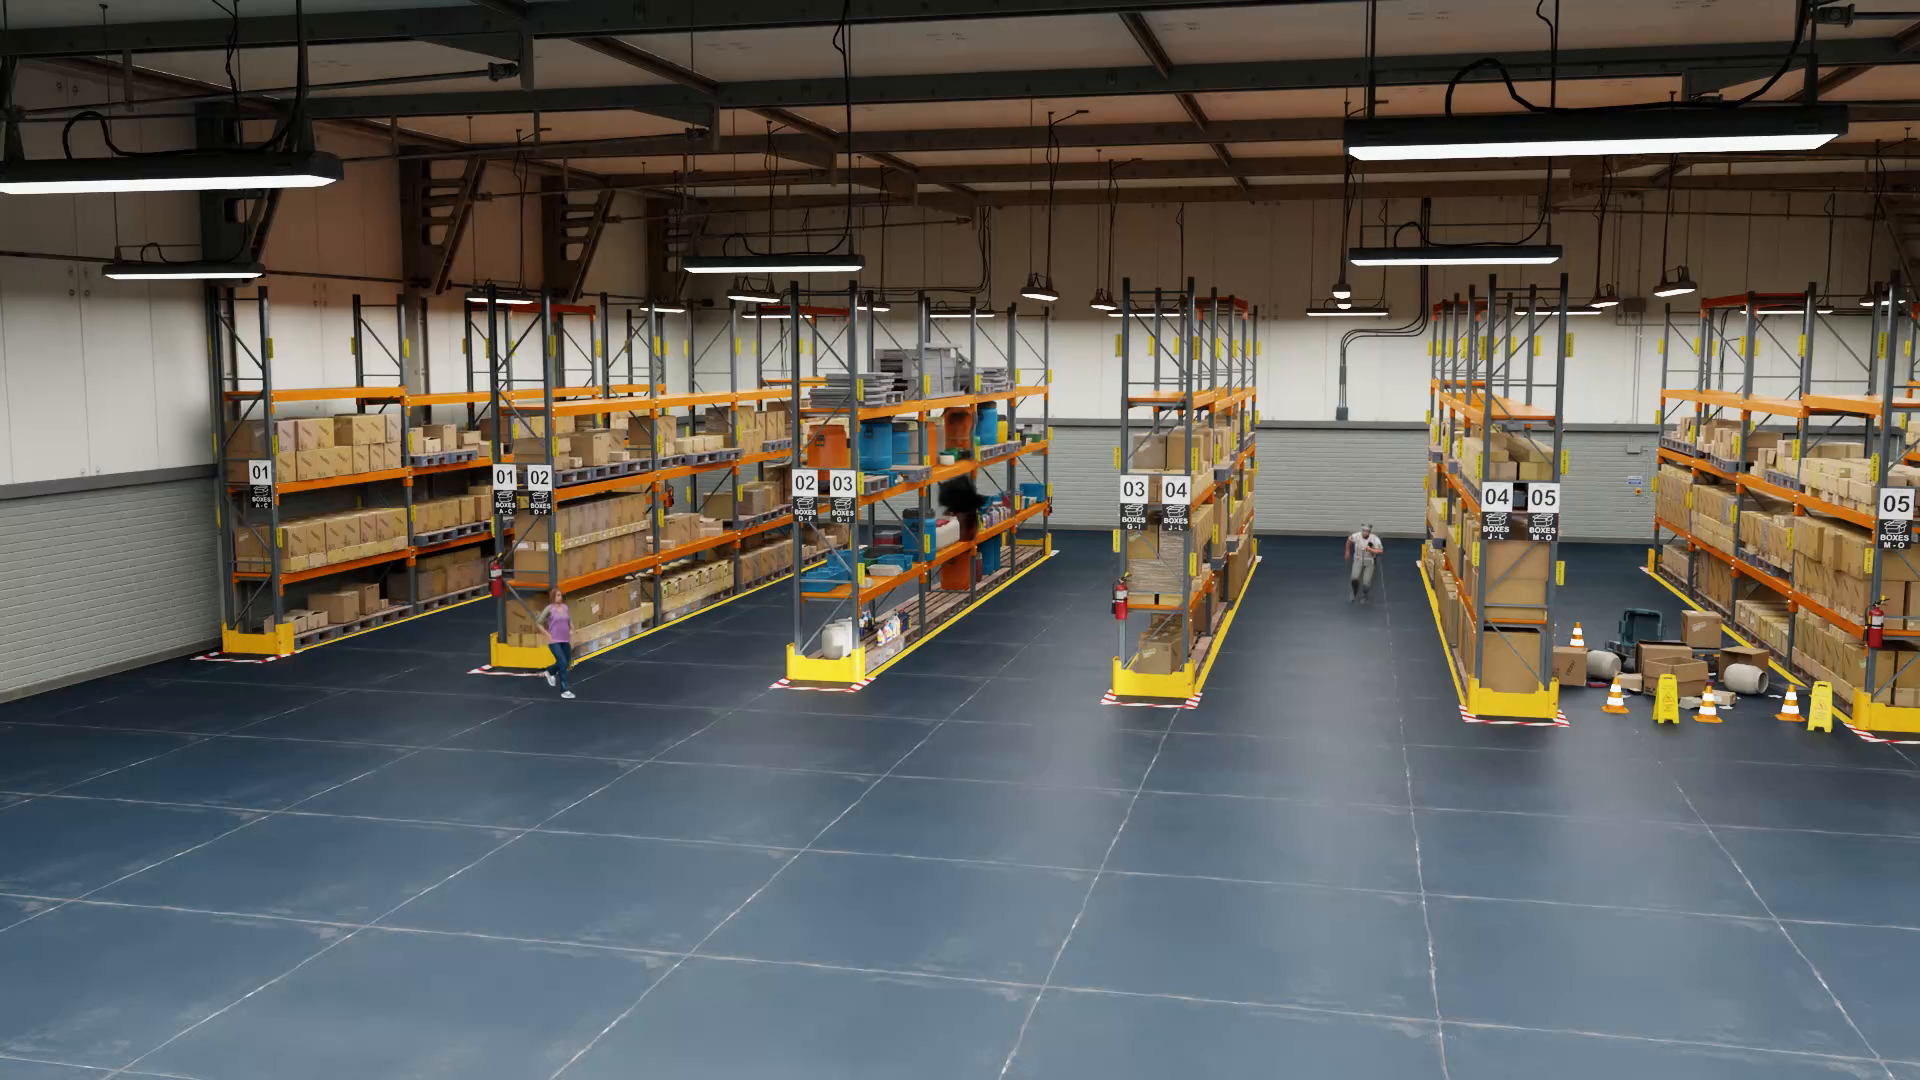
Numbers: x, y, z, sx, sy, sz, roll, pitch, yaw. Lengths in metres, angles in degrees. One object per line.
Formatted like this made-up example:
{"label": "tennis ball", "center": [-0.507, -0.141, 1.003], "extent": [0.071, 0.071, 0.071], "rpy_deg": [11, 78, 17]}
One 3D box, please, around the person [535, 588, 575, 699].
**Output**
{"label": "person", "center": [-5.822, 1.473, 23.980], "extent": [0.780, 1.566, 0.532], "rpy_deg": [6, 9, 41]}

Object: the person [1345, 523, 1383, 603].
{"label": "person", "center": [7.934, 0.469, 32.723], "extent": [0.736, 1.649, 0.774], "rpy_deg": [2, 7, 18]}
